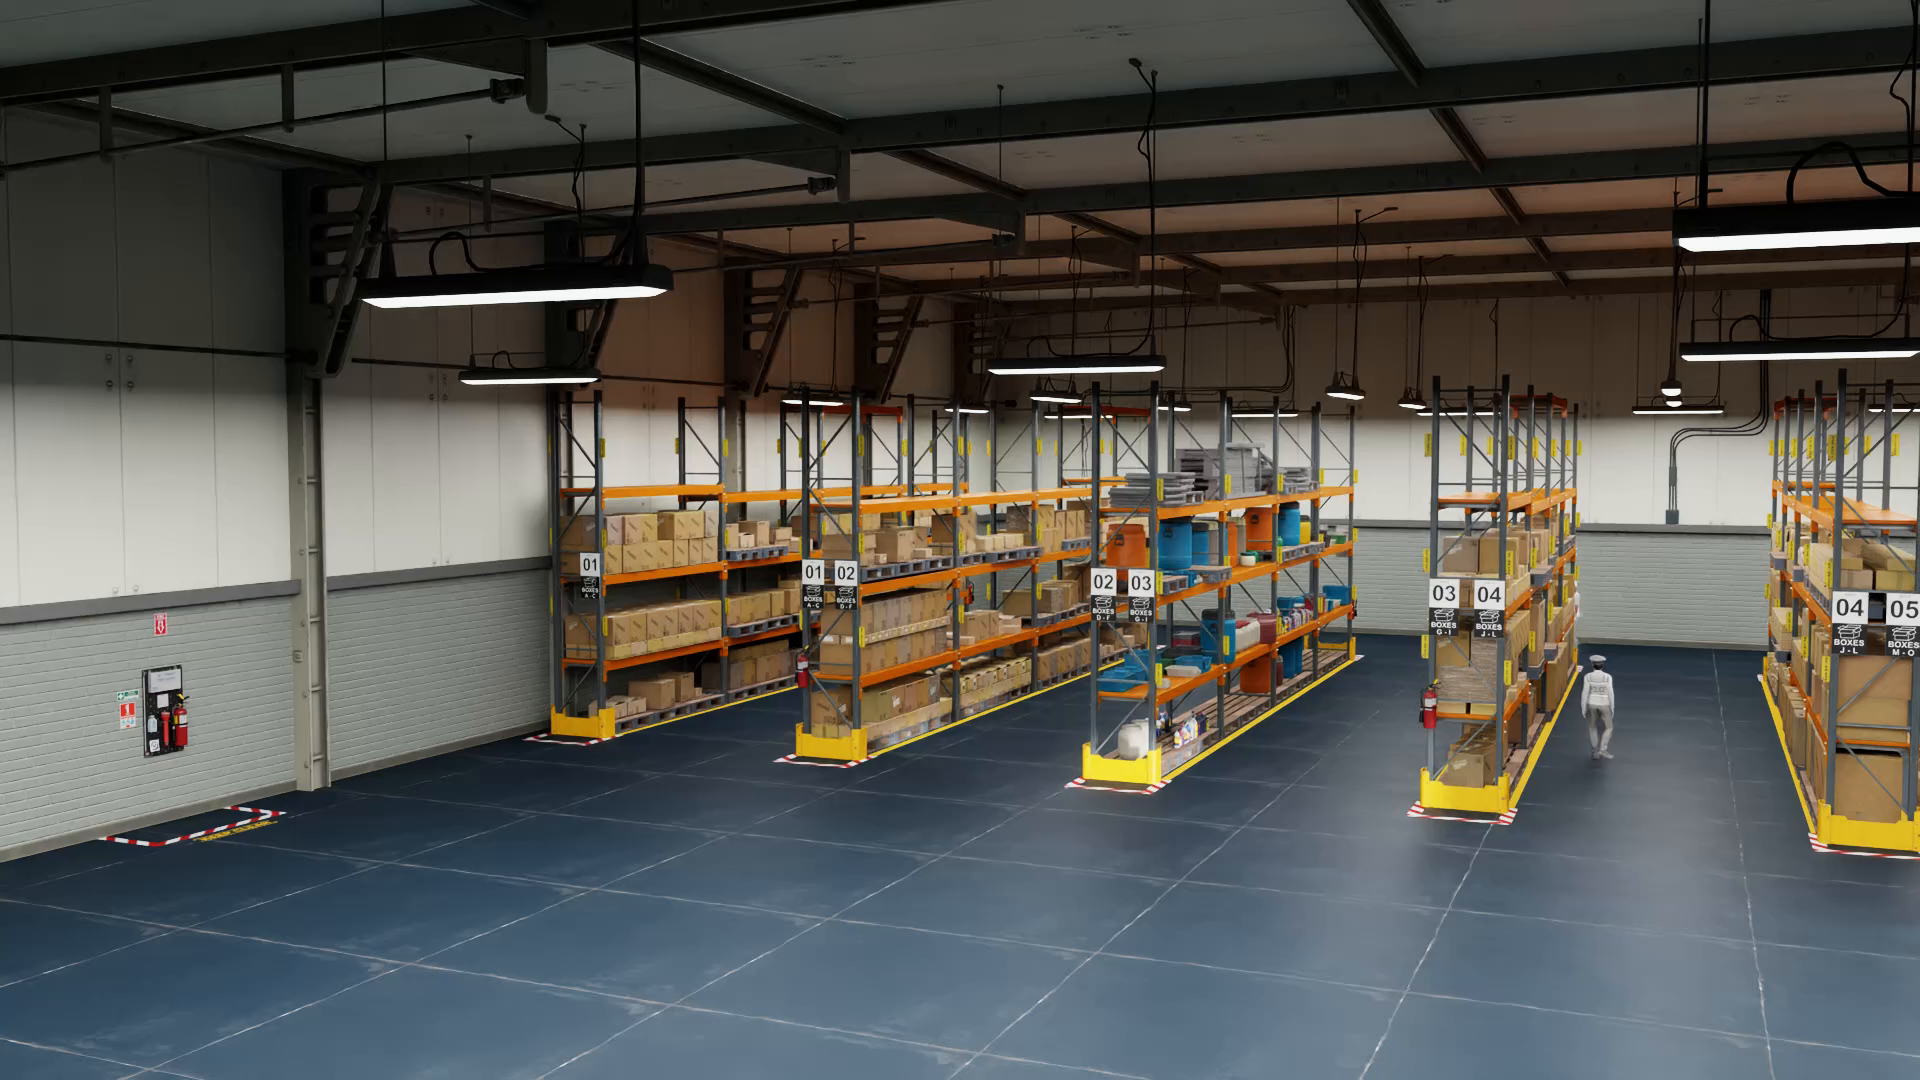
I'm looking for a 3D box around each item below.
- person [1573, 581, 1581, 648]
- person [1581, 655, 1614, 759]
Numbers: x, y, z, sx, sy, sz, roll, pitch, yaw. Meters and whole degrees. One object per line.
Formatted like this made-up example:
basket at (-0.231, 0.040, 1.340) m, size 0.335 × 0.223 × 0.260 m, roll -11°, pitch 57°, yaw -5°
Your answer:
person at (14.779, 1.871, 40.297) m, size 0.448 × 1.795 × 0.606 m, roll 0°, pitch 3°, yaw 3°
person at (10.238, 2.697, 26.693) m, size 0.512 × 1.674 × 0.516 m, roll 1°, pitch 3°, yaw 24°
